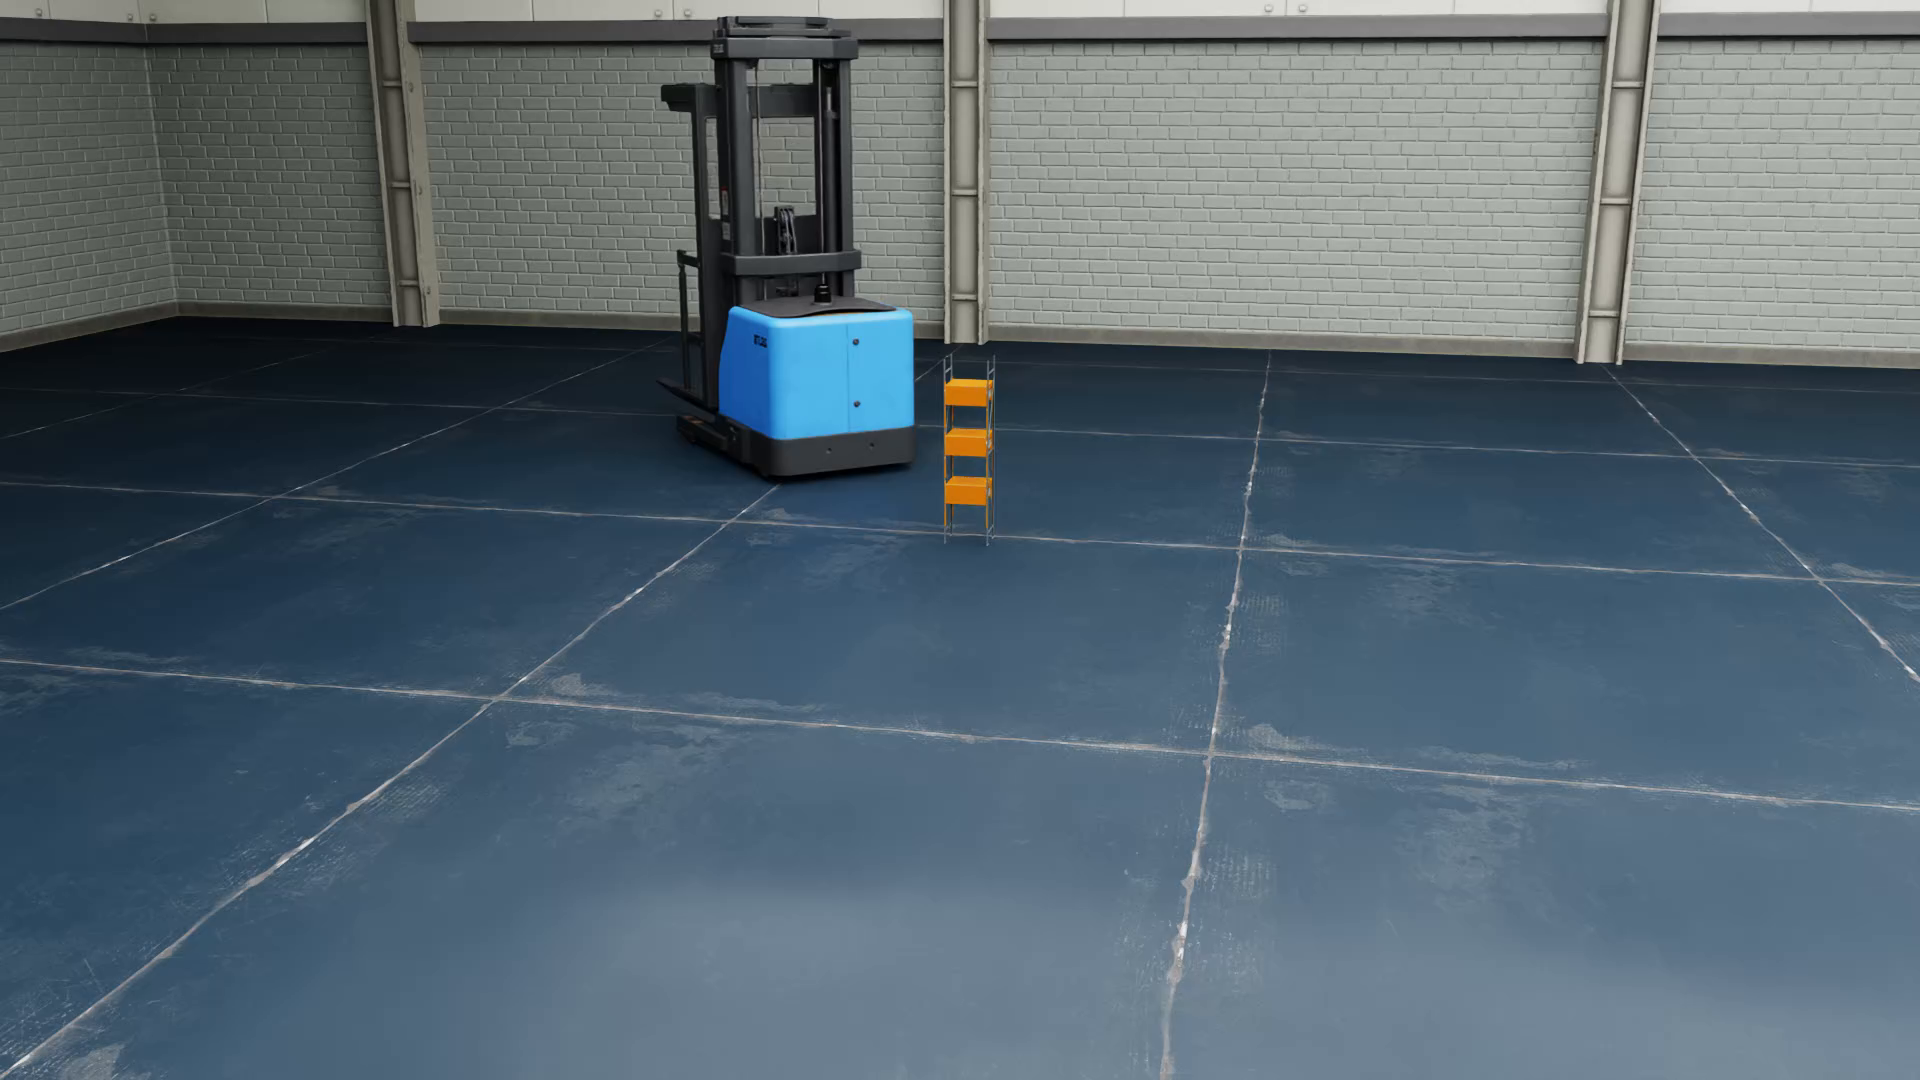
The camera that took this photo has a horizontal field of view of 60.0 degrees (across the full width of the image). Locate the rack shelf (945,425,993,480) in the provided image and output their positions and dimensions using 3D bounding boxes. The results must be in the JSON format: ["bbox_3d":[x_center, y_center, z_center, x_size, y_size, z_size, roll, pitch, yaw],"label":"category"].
[{"bbox_3d":[0.052,-0.493,9.344,0.240,0.259,0.215,3,16,11],"label":"rack shelf"}]

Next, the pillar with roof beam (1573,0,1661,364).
[{"bbox_3d":[5.087,-4.880,10.251,0.400,9.000,9.100,3,16,11],"label":"pillar with roof beam"}]

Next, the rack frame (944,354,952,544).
[{"bbox_3d":[-0.067,-0.510,9.365,0.008,1.050,0.200,3,16,11],"label":"rack frame"}]

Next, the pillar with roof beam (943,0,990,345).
[{"bbox_3d":[-0.793,-5.199,11.403,0.400,9.000,9.100,3,16,11],"label":"pillar with roof beam"}]

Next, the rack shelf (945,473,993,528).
[{"bbox_3d":[0.052,-0.225,9.419,0.240,0.259,0.215,3,16,11],"label":"rack shelf"}]

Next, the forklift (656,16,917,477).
[{"bbox_3d":[-1.424,-2.167,11.823,1.130,2.935,3.031,-8,17,-27],"label":"forklift"}]

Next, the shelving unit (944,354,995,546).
[{"bbox_3d":[0.052,-0.503,9.342,0.252,1.050,0.215,3,16,11],"label":"shelving unit"}]

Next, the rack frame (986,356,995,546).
[{"bbox_3d":[0.172,-0.497,9.318,0.008,1.050,0.200,3,16,11],"label":"rack frame"}]

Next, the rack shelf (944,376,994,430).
[{"bbox_3d":[0.052,-0.766,9.269,0.240,0.259,0.215,3,16,11],"label":"rack shelf"}]

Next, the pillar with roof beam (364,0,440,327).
[{"bbox_3d":[-6.673,-5.518,12.556,0.400,9.000,9.100,3,16,11],"label":"pillar with roof beam"}]
